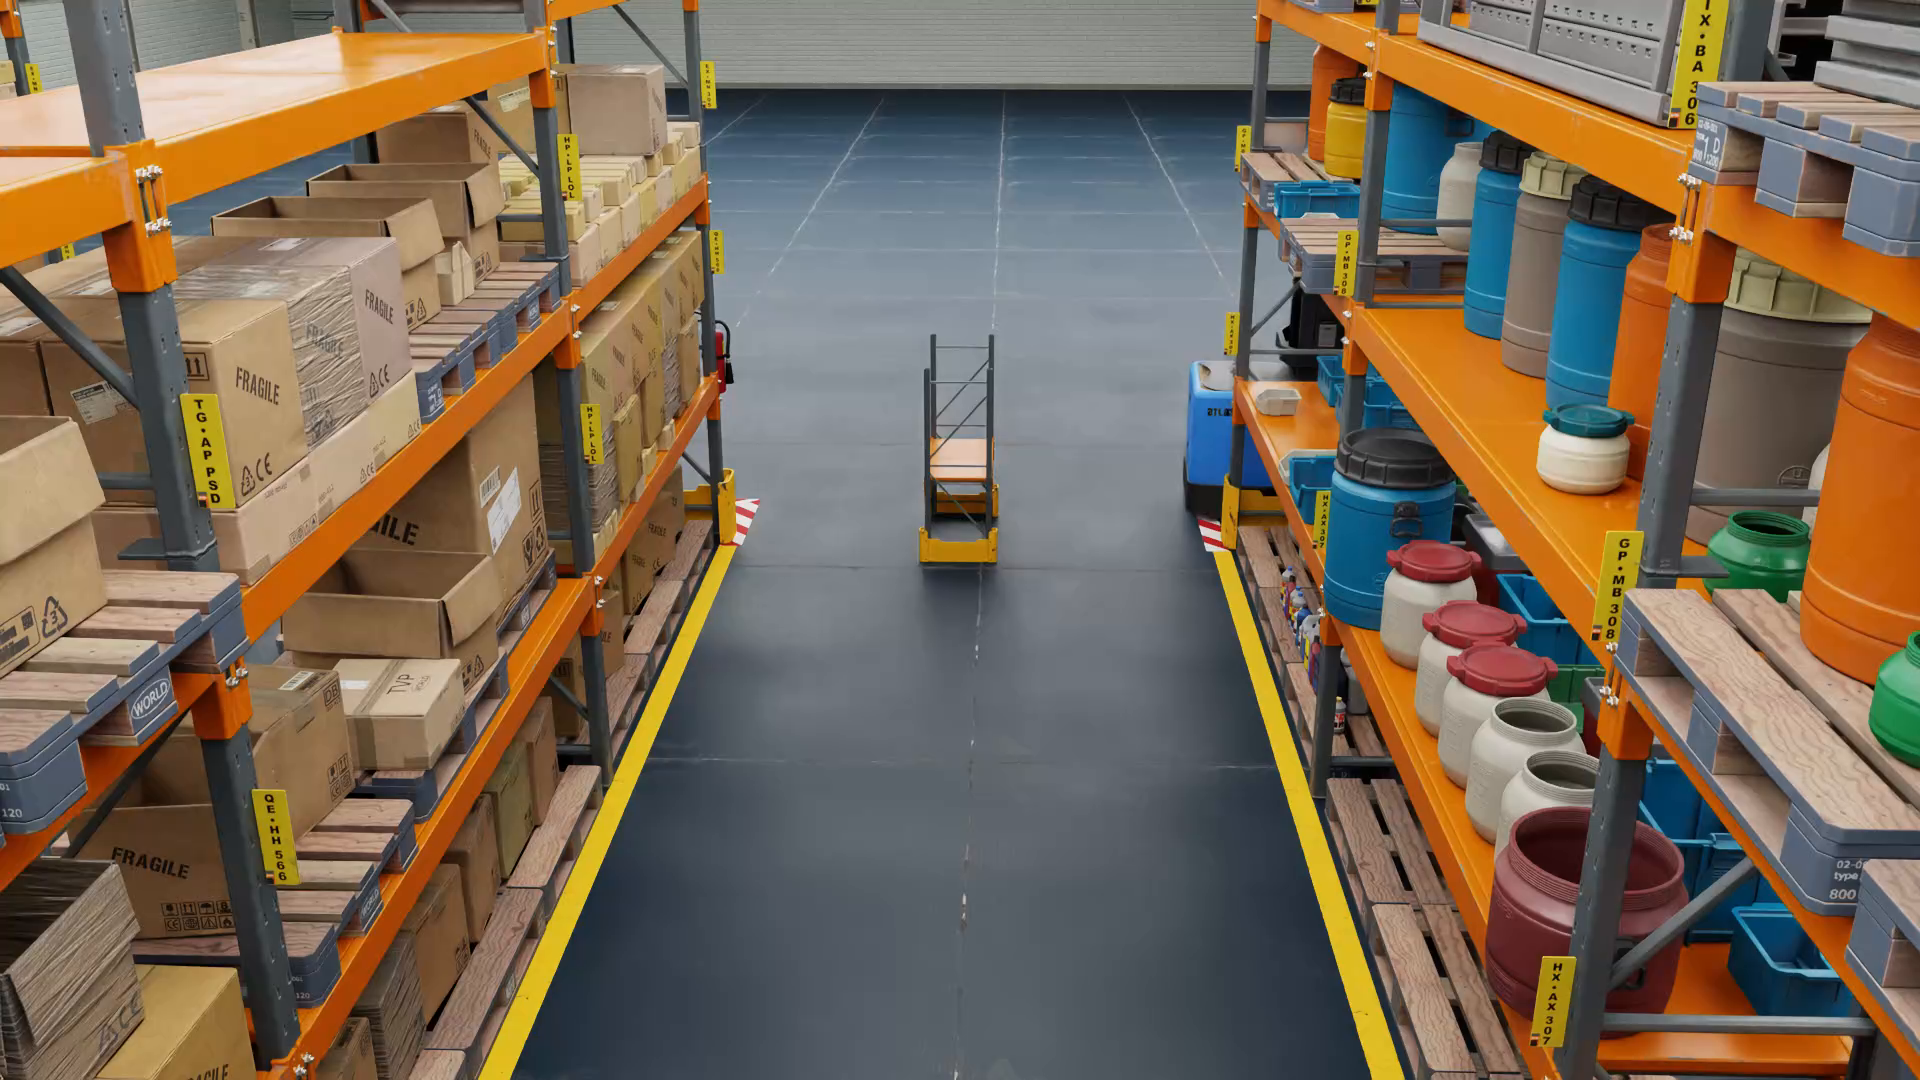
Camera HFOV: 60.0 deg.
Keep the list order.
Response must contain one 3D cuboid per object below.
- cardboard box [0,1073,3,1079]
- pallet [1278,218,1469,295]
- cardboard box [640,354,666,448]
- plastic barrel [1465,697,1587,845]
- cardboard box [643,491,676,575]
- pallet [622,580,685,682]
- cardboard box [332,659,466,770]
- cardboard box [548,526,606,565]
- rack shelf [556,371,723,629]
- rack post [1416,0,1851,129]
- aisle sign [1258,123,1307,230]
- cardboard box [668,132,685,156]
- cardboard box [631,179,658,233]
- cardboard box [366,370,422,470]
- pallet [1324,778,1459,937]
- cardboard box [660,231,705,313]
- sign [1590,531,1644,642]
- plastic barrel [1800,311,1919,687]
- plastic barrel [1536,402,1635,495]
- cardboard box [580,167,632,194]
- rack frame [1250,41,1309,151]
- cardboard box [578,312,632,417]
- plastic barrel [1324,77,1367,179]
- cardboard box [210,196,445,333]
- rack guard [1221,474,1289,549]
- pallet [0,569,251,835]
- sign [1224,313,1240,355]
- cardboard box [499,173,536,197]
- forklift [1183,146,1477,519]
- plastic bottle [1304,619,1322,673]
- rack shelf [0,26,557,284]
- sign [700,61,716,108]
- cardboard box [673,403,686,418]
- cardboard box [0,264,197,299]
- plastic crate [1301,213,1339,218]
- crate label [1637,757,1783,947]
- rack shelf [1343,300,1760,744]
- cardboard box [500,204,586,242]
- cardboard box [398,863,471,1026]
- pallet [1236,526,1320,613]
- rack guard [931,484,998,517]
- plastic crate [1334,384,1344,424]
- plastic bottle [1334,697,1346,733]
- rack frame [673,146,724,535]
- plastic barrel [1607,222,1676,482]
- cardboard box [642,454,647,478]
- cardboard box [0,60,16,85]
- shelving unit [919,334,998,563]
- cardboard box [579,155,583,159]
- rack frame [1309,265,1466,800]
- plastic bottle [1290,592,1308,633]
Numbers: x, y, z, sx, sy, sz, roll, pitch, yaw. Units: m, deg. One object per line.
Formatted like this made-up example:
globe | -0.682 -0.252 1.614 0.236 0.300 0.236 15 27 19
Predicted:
cardboard box | -2.664 1.413 3.717 0.797 0.503 0.637 1 21 3
pallet | 2.394 -1.537 8.958 1.213 0.211 1.003 1 21 2
cardboard box | -2.384 -0.909 10.676 0.875 0.500 0.500 1 21 2
plastic barrel | 2.178 0.903 6.401 0.421 0.512 0.421 0 21 0
cardboard box | -2.379 -0.054 11.896 0.500 0.500 0.500 6 22 16
pallet | -2.462 0.595 11.203 1.003 0.211 1.213 1 21 2
cardboard box | -2.322 0.698 6.711 0.500 0.250 0.500 0 21 0
cardboard box | -2.174 0.024 9.169 0.380 0.149 0.250 1 21 2
rack shelf | -2.421 -0.407 10.925 1.077 0.370 4.000 1 21 2
rack post | 2.495 -2.142 5.832 1.013 1.000 3.121 1 21 2
aisle sign | 2.300 -2.652 12.124 0.394 0.787 0.004 1 21 2
cardboard box | -2.080 -2.683 11.306 0.380 0.149 0.250 0 21 -1
cardboard box | -2.167 -2.069 10.276 0.500 0.250 0.500 0 21 1
cardboard box | -2.312 -0.440 6.077 0.500 0.250 0.500 1 21 3
pallet | 2.484 1.620 8.563 1.003 0.211 1.213 1 21 2
cardboard box | -2.129 -1.915 11.887 0.500 0.500 0.500 1 21 2
sign | 1.798 0.128 4.549 0.100 0.325 0.005 1 21 2
plastic barrel | 2.327 -0.108 3.839 0.600 0.830 0.708 1 21 2
plastic barrel | 2.153 -0.315 5.738 0.301 0.262 0.301 0 21 0
cardboard box | -2.161 -2.120 9.854 0.380 0.149 0.250 0 21 1
rack frame | 2.591 -4.208 11.433 1.000 3.000 0.127 1 21 2
cardboard box | -2.200 -1.011 9.557 0.500 0.500 0.500 1 21 2
plastic barrel | 2.683 -2.679 10.800 0.600 0.588 0.600 0 21 0
cardboard box | -2.622 -1.152 6.981 0.797 0.503 0.637 1 21 4
rack guard | 2.636 -0.218 12.899 1.175 0.500 0.348 1 21 2
pallet | -2.570 0.350 4.094 1.213 0.211 1.003 2 21 4
sign | 2.041 -1.548 12.488 0.100 0.325 0.005 1 21 2
cardboard box | -2.675 -2.034 9.634 0.380 0.149 0.250 1 21 4
forklift | 3.381 -1.655 13.242 3.031 2.935 1.130 2 21 5
plastic bottle | 2.216 0.643 10.279 0.144 0.351 0.185 1 21 1
rack shelf | -2.542 -1.571 6.185 1.077 0.370 4.000 1 21 2
sign | -1.806 -3.263 11.922 0.100 0.325 0.005 1 21 2
cardboard box | -2.149 -0.971 11.733 0.380 0.149 0.250 1 21 2
cardboard box | -2.834 -0.612 5.483 0.500 0.500 0.500 1 21 1
plastic crate | 2.114 -1.825 9.803 0.243 0.136 0.396 1 21 2
crate label | 2.648 1.109 5.975 0.502 0.435 0.616 1 21 2
rack shelf | 2.408 -0.305 6.515 1.077 0.370 4.000 1 21 2
cardboard box | -2.163 -1.648 8.638 0.380 0.149 0.250 0 21 0
cardboard box | -2.588 1.739 7.247 0.700 0.500 0.500 2 21 6
pallet | 2.606 0.211 12.194 1.003 0.211 1.213 1 21 2
rack guard | 0.017 -0.324 13.519 0.587 0.250 0.087 1 21 2
plastic crate | 2.849 -0.923 11.466 0.499 0.251 0.408 1 21 2
plastic bottle | 2.169 1.000 9.565 0.097 0.201 0.097 0 21 0
rack frame | -2.360 -1.465 12.659 1.000 3.000 0.127 1 21 2
plastic barrel | 2.609 -0.648 5.812 0.600 0.830 0.708 1 21 2
cardboard box | -2.161 -0.429 10.334 0.380 0.149 0.250 1 21 2
cardboard box | -6.985 -3.326 11.835 0.380 0.149 0.250 1 21 2
shelving unit | 0.002 -0.727 12.829 0.587 1.500 1.083 1 21 2
cardboard box | -2.679 -2.512 10.866 0.380 0.149 0.250 1 21 1
rack frame | 2.469 0.035 8.791 1.000 3.000 0.127 1 21 2
plastic bottle | 2.211 0.468 10.839 0.097 0.271 0.097 0 21 0
